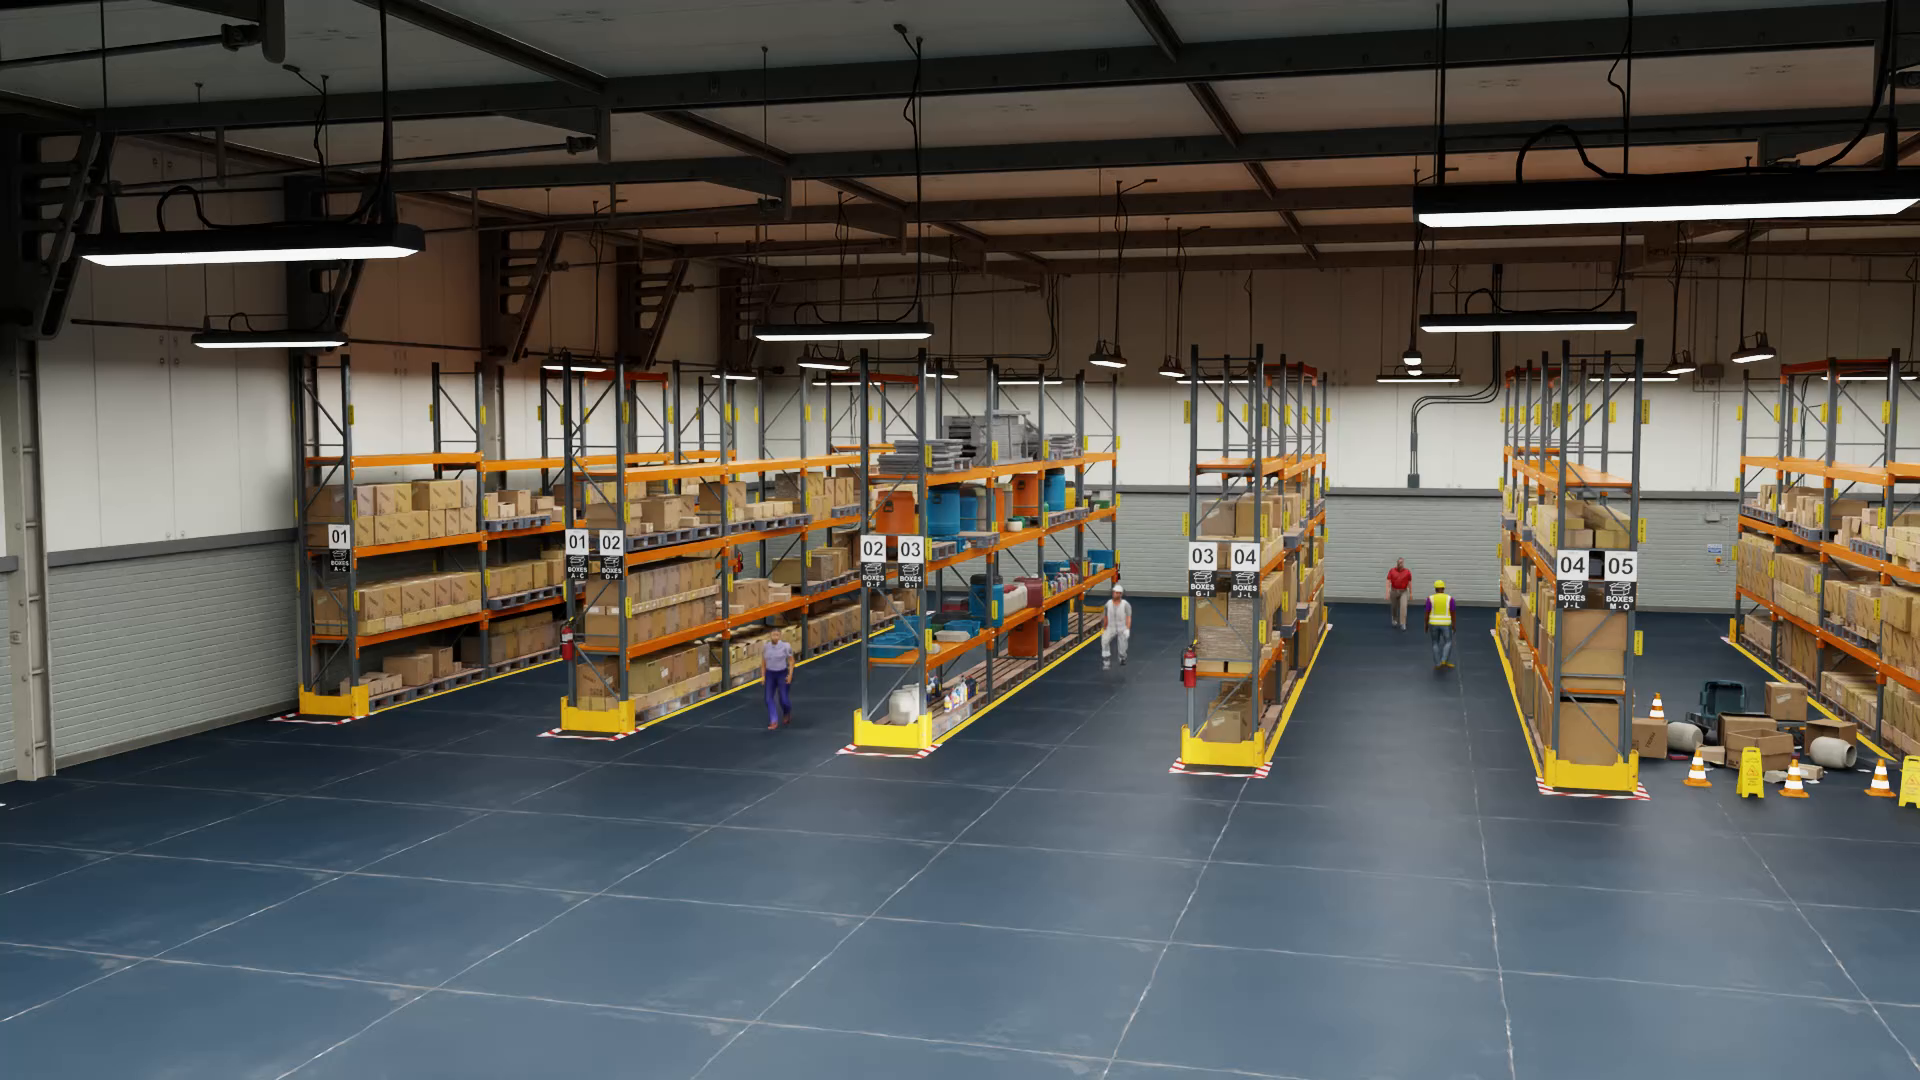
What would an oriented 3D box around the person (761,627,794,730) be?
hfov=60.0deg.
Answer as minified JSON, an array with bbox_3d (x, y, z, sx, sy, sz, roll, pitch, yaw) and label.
[{"bbox_3d":[-2.917,2.197,26.695,0.549,1.638,0.534,1,4,11],"label":"person"}]

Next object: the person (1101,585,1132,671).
[{"bbox_3d":[2.929,1.620,31.035,0.539,1.549,1.078,1,4,11],"label":"person"}]

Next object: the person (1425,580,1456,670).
[{"bbox_3d":[9.454,1.674,32.749,0.597,1.765,0.530,1,4,15],"label":"person"}]

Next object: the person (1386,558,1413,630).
[{"bbox_3d":[10.261,1.246,38.834,0.619,1.664,1.099,1,4,13],"label":"person"}]
